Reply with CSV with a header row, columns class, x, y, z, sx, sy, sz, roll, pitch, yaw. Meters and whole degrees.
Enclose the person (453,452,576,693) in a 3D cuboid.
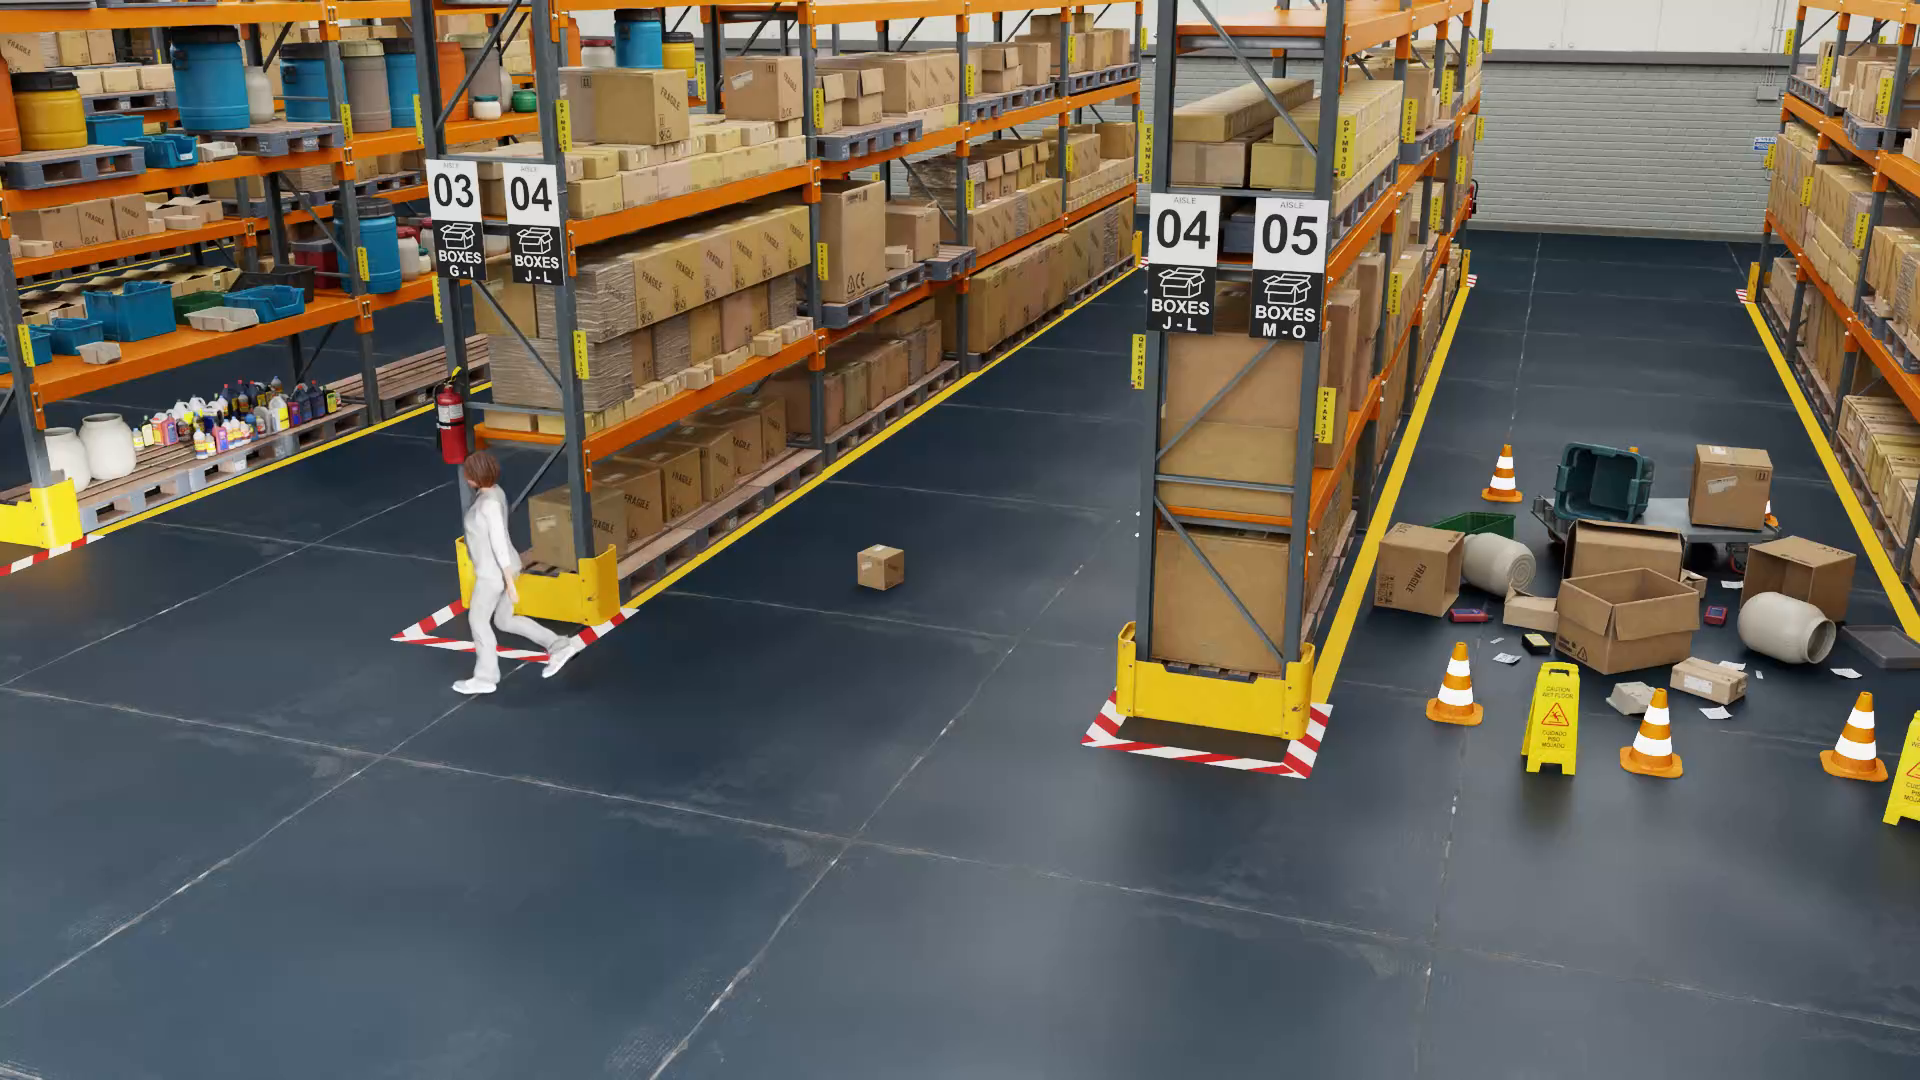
class,x,y,z,sx,sy,sz,roll,pitch,yaw
person,-2.861,0.201,10.487,0.775,1.558,0.466,-1,19,-2
